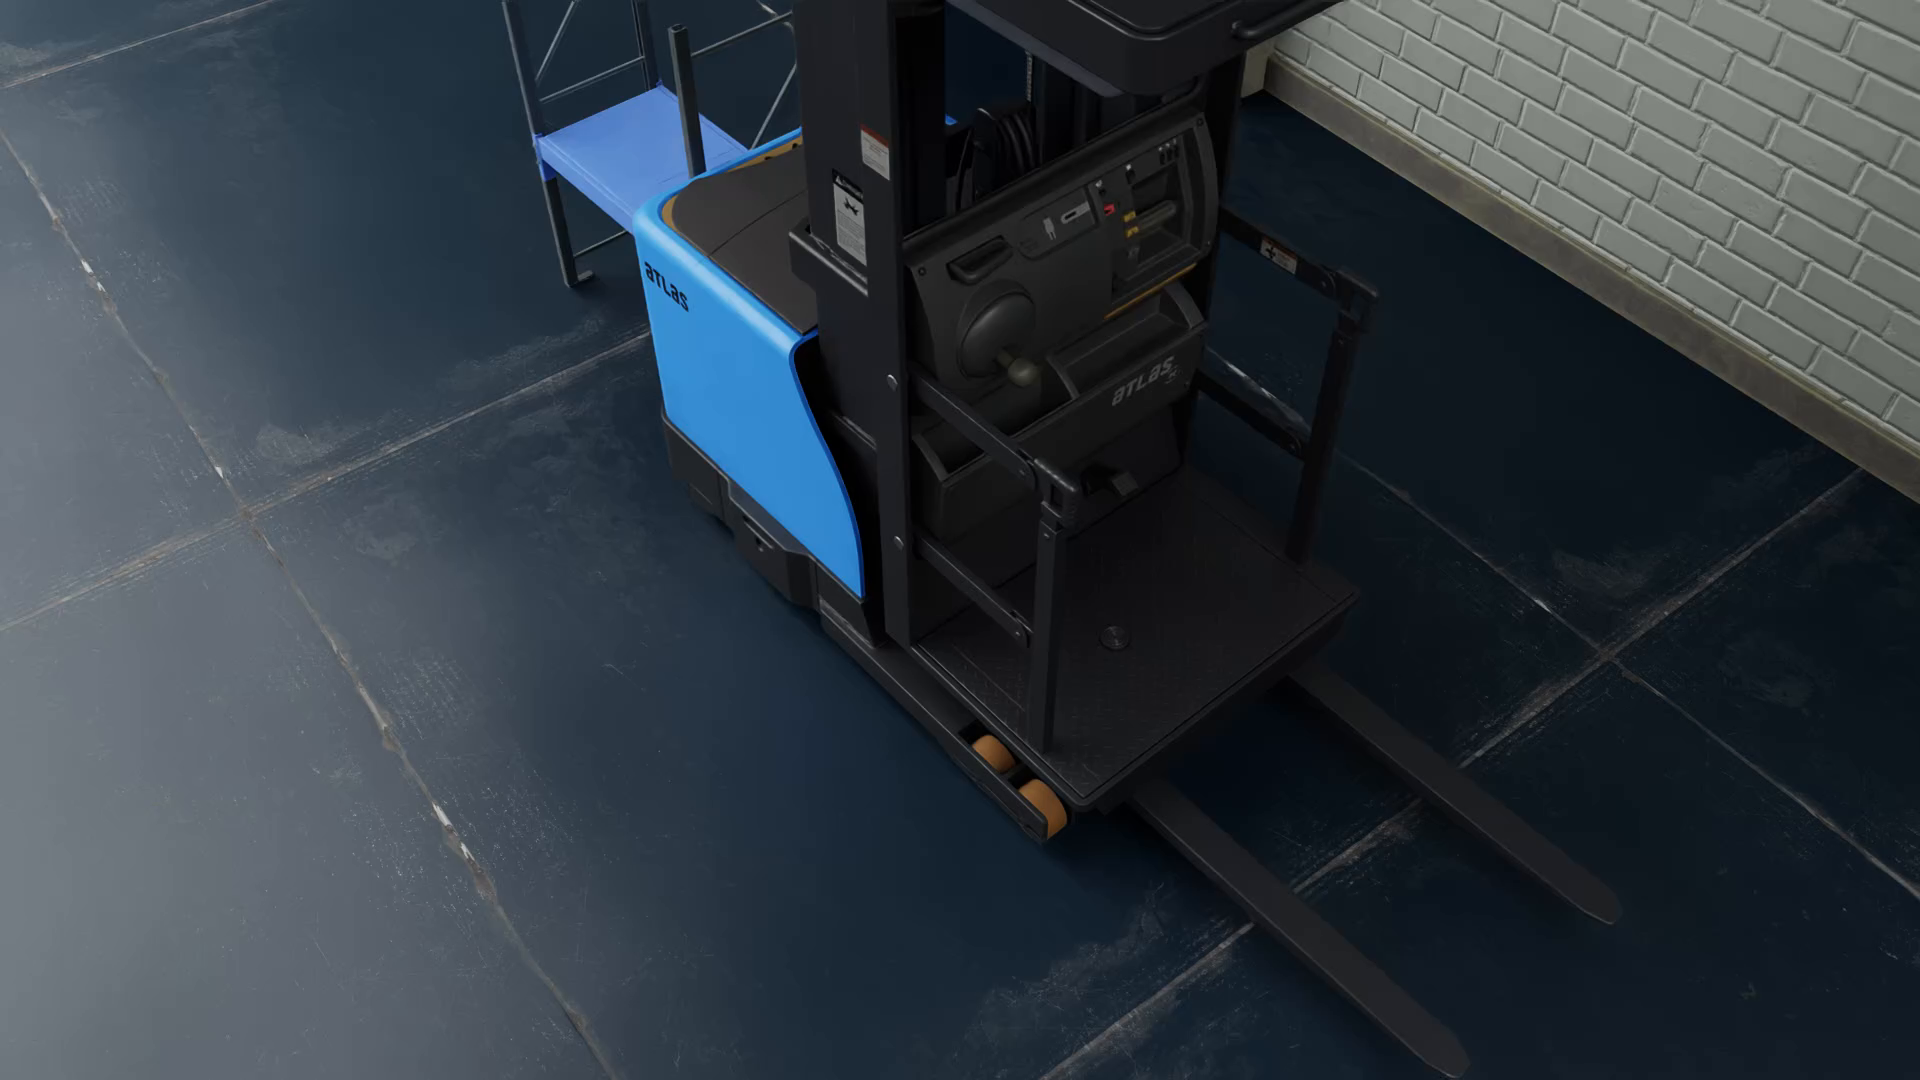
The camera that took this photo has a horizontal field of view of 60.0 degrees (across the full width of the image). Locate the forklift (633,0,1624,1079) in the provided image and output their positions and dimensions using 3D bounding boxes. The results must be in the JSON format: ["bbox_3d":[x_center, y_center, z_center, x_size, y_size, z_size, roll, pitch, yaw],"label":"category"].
[{"bbox_3d":[0.406,-0.602,3.818,1.130,2.935,3.031,-33,56,-26],"label":"forklift"}]

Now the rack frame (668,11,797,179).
[{"bbox_3d":[-0.588,-0.985,5.131,0.500,1.500,0.032,-33,56,-26],"label":"rack frame"}]

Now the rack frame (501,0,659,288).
[{"bbox_3d":[-1.252,-1.556,5.648,0.500,1.500,0.032,-33,56,-26],"label":"rack frame"}]

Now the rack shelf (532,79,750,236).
[{"bbox_3d":[-0.920,-1.150,5.523,0.538,0.185,1.000,-33,56,-26],"label":"rack shelf"}]

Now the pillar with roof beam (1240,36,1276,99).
[{"bbox_3d":[-2.372,-3.046,1.937,9.100,9.000,0.400,-29,54,-24],"label":"pillar with roof beam"}]

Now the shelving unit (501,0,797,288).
[{"bbox_3d":[-0.920,-1.271,5.389,0.538,1.500,1.048,-33,56,-26],"label":"shelving unit"}]
